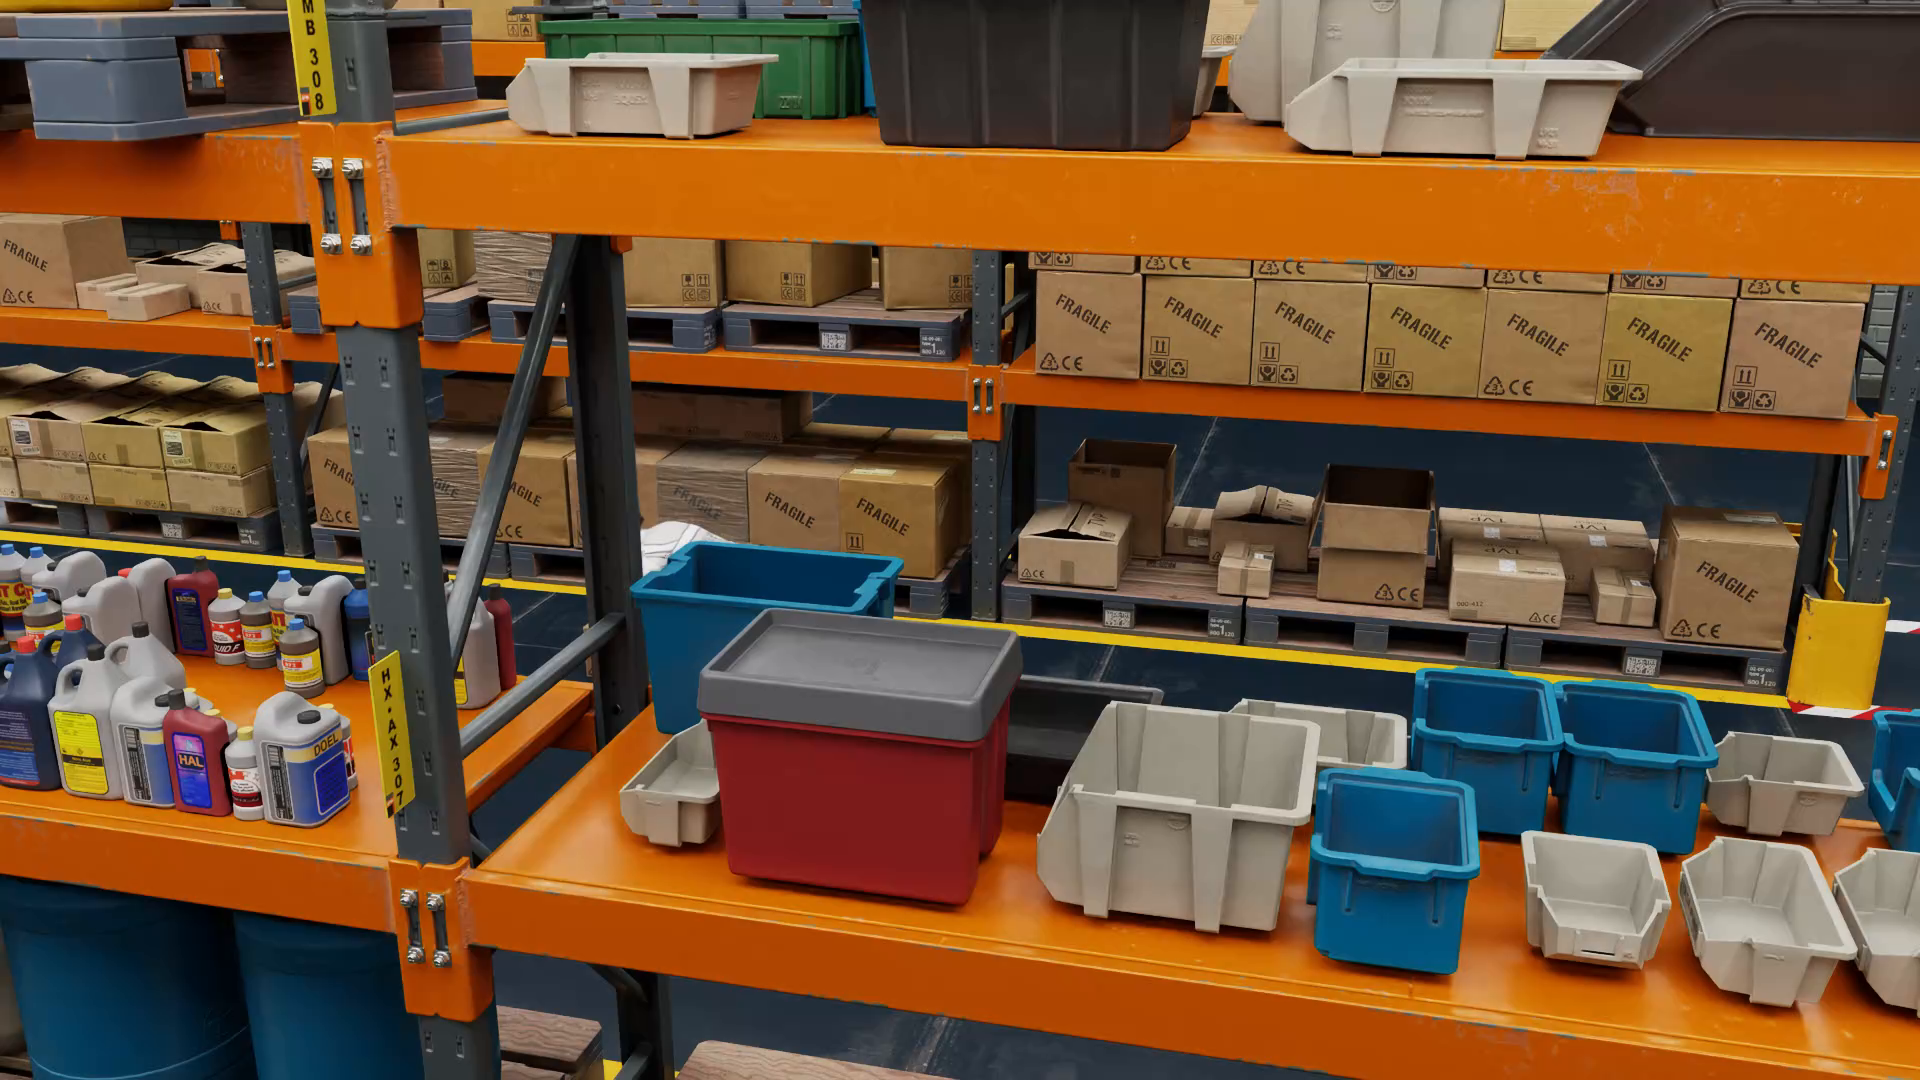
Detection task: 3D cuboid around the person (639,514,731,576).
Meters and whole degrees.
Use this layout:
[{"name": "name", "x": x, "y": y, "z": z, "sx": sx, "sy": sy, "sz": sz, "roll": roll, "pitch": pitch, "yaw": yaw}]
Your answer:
[{"name": "person", "x": -1.268, "y": 0.252, "z": 7.642, "sx": 0.869, "sy": 0.846, "sz": 0.479, "roll": 5, "pitch": 19, "yaw": 14}]
